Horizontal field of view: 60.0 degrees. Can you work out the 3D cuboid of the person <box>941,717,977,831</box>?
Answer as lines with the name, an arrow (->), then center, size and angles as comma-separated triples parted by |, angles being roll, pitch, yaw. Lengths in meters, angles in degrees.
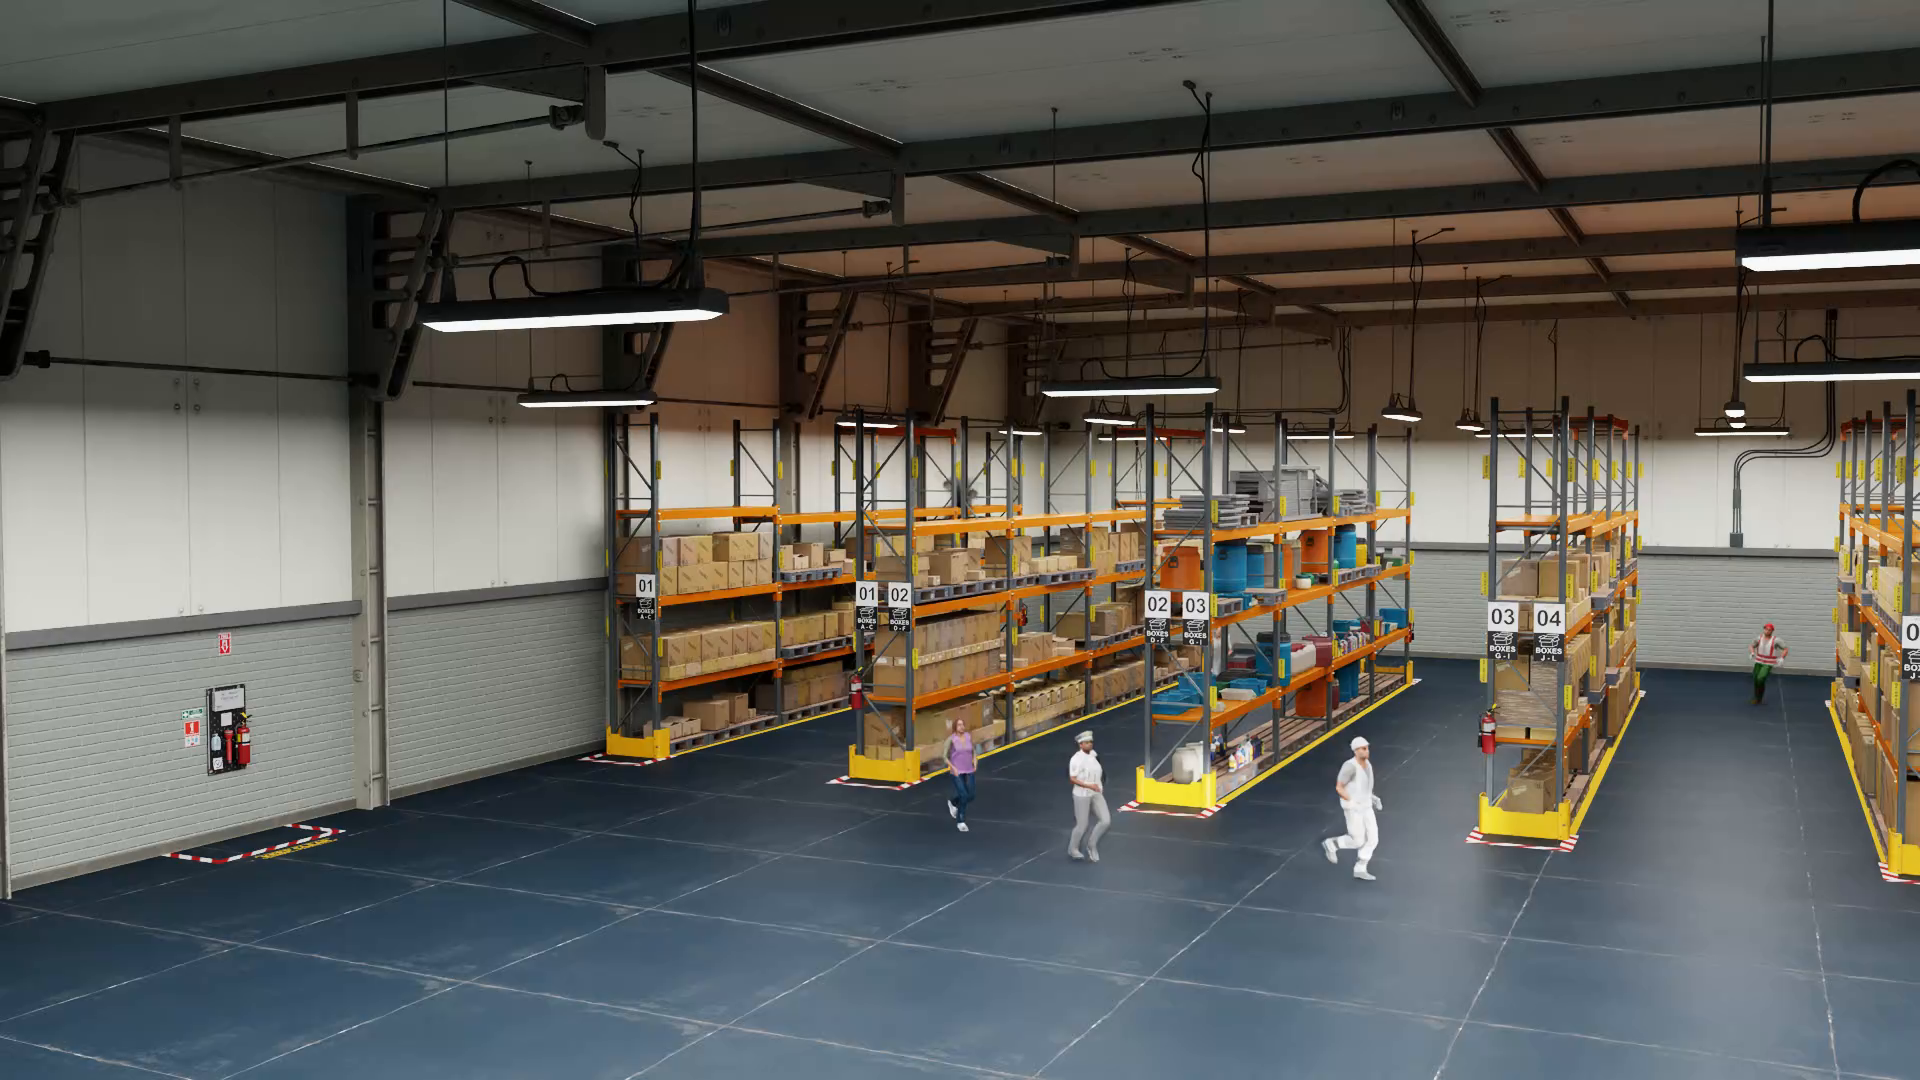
person -> -0.021, 3.252, 23.241 | 0.536, 1.570, 0.515 | -1, 3, -30

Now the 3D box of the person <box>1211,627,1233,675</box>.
person -> 5.607, 2.681, 35.924 | 0.566, 1.656, 0.795 | 1, 3, 18

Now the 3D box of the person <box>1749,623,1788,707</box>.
person -> 17.072, 2.649, 35.245 | 0.681, 1.792, 0.720 | -2, 3, -38

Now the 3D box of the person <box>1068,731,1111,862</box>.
person -> 1.634, 3.275, 21.259 | 0.553, 1.694, 0.656 | -2, 3, -33

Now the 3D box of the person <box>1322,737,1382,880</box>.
person -> 4.825, 3.274, 20.442 | 0.643, 1.738, 0.712 | -2, 3, -40
